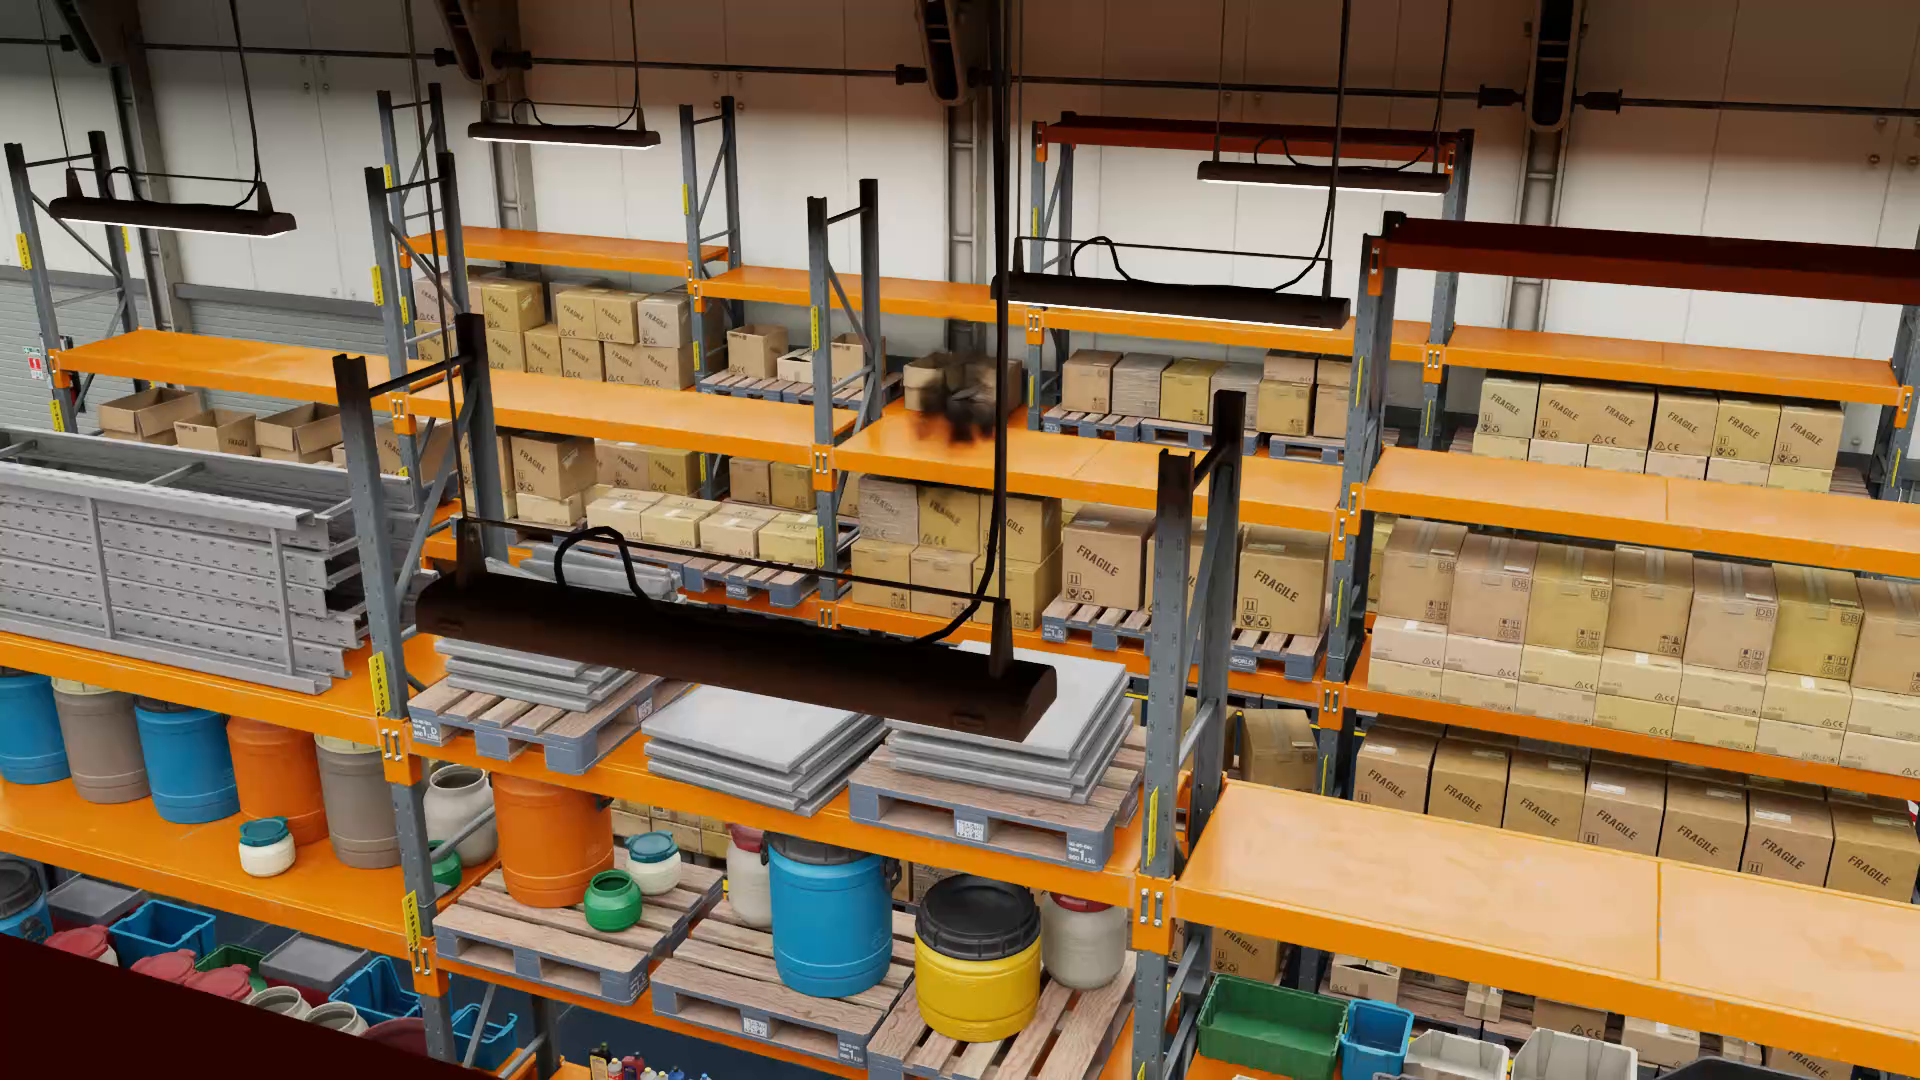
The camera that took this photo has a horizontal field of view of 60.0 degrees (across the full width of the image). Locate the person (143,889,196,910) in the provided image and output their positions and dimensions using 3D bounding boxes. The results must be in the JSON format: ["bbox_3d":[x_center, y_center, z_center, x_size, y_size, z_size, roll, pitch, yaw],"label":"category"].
[{"bbox_3d":[-6.206,2.645,12.992,0.680,1.800,0.639,8,22,21],"label":"person"}]
